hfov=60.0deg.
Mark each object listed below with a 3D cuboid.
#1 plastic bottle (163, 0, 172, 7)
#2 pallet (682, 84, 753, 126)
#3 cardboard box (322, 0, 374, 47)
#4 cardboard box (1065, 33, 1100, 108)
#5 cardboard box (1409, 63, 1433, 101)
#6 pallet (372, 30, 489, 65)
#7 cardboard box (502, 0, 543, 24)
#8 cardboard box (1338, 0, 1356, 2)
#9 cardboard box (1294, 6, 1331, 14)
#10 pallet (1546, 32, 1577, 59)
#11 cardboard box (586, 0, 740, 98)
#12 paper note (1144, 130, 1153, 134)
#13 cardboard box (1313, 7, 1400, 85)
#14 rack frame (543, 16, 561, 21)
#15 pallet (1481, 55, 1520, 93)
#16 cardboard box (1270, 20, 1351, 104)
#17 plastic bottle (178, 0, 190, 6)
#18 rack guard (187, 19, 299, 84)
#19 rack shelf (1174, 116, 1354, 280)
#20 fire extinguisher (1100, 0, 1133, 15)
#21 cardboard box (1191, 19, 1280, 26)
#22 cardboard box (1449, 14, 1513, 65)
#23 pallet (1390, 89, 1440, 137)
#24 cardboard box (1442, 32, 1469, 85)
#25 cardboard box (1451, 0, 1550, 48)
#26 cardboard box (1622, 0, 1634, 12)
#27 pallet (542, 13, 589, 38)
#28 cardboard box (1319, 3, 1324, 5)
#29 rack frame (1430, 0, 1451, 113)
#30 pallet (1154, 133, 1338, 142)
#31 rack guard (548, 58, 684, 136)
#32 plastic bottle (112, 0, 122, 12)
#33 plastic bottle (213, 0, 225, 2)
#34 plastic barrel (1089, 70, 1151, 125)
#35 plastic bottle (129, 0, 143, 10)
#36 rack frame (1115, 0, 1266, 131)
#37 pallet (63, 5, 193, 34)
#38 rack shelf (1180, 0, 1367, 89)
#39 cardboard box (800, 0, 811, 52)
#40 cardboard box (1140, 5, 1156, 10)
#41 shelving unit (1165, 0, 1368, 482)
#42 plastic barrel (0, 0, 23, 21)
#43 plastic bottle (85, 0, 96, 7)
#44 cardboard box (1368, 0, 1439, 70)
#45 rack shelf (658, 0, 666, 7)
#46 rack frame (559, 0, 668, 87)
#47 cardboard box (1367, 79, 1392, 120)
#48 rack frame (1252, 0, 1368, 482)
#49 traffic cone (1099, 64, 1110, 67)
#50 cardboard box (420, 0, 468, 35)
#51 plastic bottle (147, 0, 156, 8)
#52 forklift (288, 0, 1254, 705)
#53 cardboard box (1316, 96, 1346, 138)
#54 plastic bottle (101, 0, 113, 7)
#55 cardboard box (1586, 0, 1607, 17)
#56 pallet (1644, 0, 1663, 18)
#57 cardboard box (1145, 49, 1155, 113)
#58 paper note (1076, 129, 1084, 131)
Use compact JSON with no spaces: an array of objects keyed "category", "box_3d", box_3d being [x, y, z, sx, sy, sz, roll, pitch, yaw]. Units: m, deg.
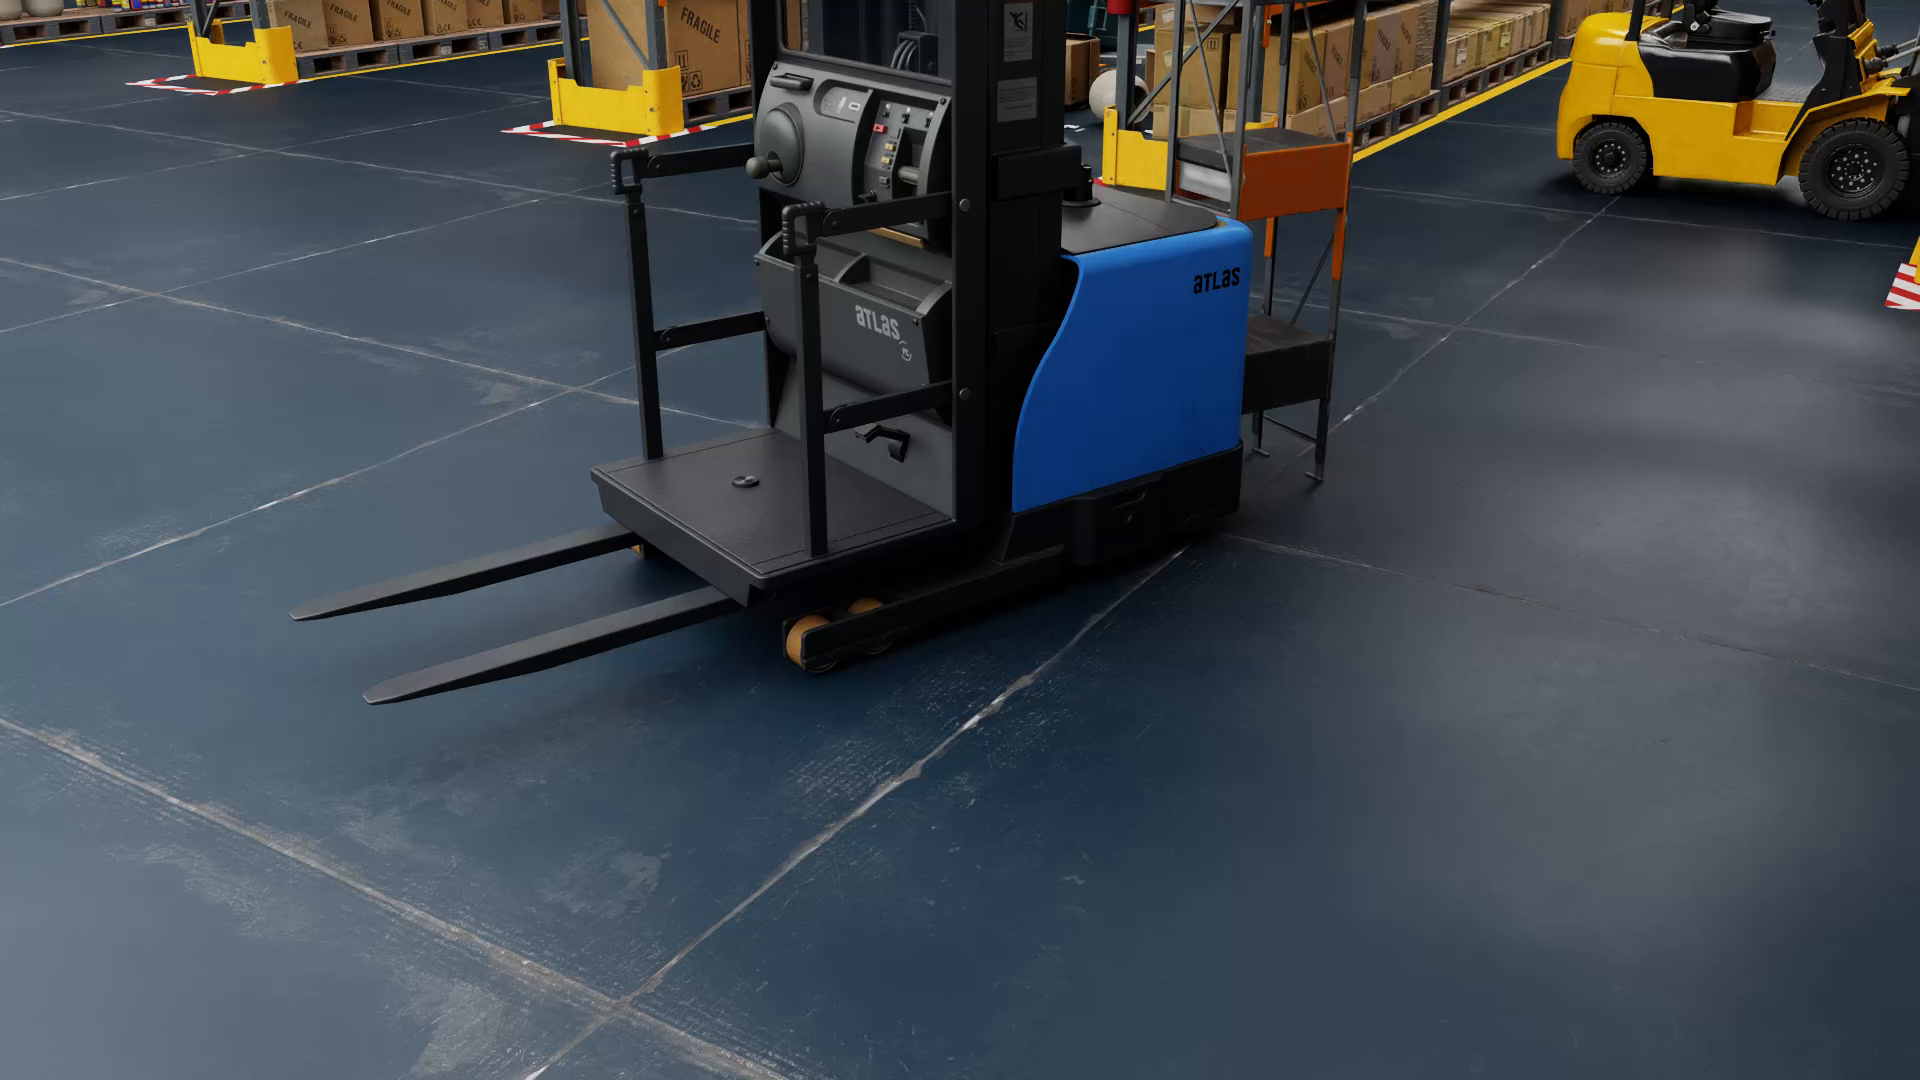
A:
[{"category":"plastic bottle","box_3d":[-9.568,-6.564,20.017,0.097,0.271,0.097,0,23,0]},{"category":"pallet","box_3d":[-2.406,-3.744,14.134,1.003,0.211,1.213,14,27,29]},{"category":"cardboard box","box_3d":[-6.292,-5.273,16.773,0.500,0.500,0.500,-20,31,-39]},{"category":"cardboard box","box_3d":[0.760,-4.092,14.398,0.797,0.637,0.503,14,27,29]},{"category":"cardboard box","box_3d":[3.524,-3.760,13.592,0.500,0.250,0.500,15,28,31]},{"category":"pallet","box_3d":[-5.778,-5.234,17.575,1.003,0.211,1.213,14,27,29]},{"category":"cardboard box","box_3d":[-5.056,-6.080,18.638,0.500,0.500,0.500,13,27,27]},{"category":"cardboard box","box_3d":[3.067,-4.217,13.704,0.500,0.500,0.500,15,28,31]},{"category":"cardboard box","box_3d":[2.520,-3.859,12.878,0.500,0.500,0.500,15,28,32]},{"category":"pallet","box_3d":[6.198,-5.405,17.971,1.003,0.211,1.213,14,27,29]},{"category":"cardboard box","box_3d":[-2.459,-4.198,13.818,0.875,0.875,0.875,14,27,29]},{"category":"paper note","box_3d":[1.542,-3.255,13.230,0.142,0.019,0.148,5,24,11]},{"category":"cardboard box","box_3d":[2.989,-3.759,12.647,0.500,0.500,0.500,15,28,32]},{"category":"rack frame","box_3d":[-4.811,-7.161,18.517,1.000,3.000,0.127,14,27,29]},{"category":"pallet","box_3d":[4.660,-4.482,15.836,1.003,0.211,1.213,14,27,29]},{"category":"cardboard box","box_3d":[2.442,-3.410,11.839,0.500,0.500,0.500,13,26,27]},{"category":"plastic bottle","box_3d":[-9.475,-6.646,20.201,0.152,0.276,0.135,14,27,30]},{"category":"rack guard","box_3d":[-6.881,-4.690,15.954,1.175,0.500,0.348,14,27,29]},{"category":"rack shelf","box_3d":[1.049,-1.190,5.890,0.480,0.518,0.431,-13,27,-27]},{"category":"fire extinguisher","box_3d":[1.046,-3.757,10.751,0.296,0.674,0.183,14,27,29]},{"category":"cardboard box","box_3d":[1.971,-3.512,12.075,0.500,0.500,0.500,15,28,31]},{"category":"cardboard box","box_3d":[4.624,-4.727,15.674,0.950,0.372,0.625,15,28,31]},{"category":"pallet","box_3d":[3.283,-3.571,13.733,1.003,0.211,1.213,14,27,29]},{"category":"cardboard box","box_3d":[3.882,-4.249,14.569,0.950,0.372,0.625,14,27,30]},{"category":"cardboard box","box_3d":[5.411,-5.233,16.841,0.950,0.372,0.625,12,26,25]},{"category":"cardboard box","box_3d":[7.569,-6.776,19.774,0.875,0.875,0.875,15,27,31]},{"category":"pallet","box_3d":[-4.402,-6.145,19.679,1.003,0.211,1.213,14,27,29]},{"category":"cardboard box","box_3d":[2.681,-4.311,13.106,0.380,0.149,0.250,15,28,31]},{"category":"rack frame","box_3d":[3.608,-5.085,13.720,1.000,3.000,0.127,14,27,29]},{"category":"pallet","box_3d":[1.996,-2.747,11.831,1.003,0.211,1.213,14,27,29]},{"category":"rack guard","box_3d":[-2.774,-3.583,13.397,1.175,0.500,0.348,14,27,29]},{"category":"plastic bottle","box_3d":[-9.908,-6.346,19.513,0.097,0.271,0.097,0,23,0]},{"category":"plastic bottle","box_3d":[-9.215,-6.843,20.562,0.144,0.351,0.185,12,26,26]},{"category":"plastic barrel","box_3d":[1.301,-3.567,13.456,0.421,0.421,0.512,-7,24,-17]},{"category":"plastic bottle","box_3d":[-9.773,-6.424,19.679,0.061,0.283,0.133,14,27,30]},{"category":"rack frame","box_3d":[1.498,-3.735,10.601,1.000,3.000,0.127,14,27,29]},{"category":"pallet","box_3d":[-10.052,-6.288,20.010,1.003,0.211,1.213,14,27,29]},{"category":"rack shelf","box_3d":[1.049,-1.832,5.612,0.480,0.518,0.431,-13,27,-27]},{"category":"cardboard box","box_3d":[-1.514,-4.803,15.215,0.875,0.875,0.875,14,27,29]},{"category":"cardboard box","box_3d":[2.049,-6.669,19.997,0.500,0.500,0.500,13,26,27]},{"category":"shelving unit","box_3d":[1.049,-1.202,5.885,0.503,2.100,0.431,-13,27,-27]},{"category":"plastic barrel","box_3d":[-10.847,-6.139,18.757,0.421,0.512,0.421,0,23,0]},{"category":"plastic bottle","box_3d":[-10.487,-6.560,19.992,0.061,0.283,0.133,15,27,30]},{"category":"cardboard box","box_3d":[3.524,-4.104,13.443,0.500,0.500,0.500,13,27,28]},{"category":"rack shelf","box_3d":[-1.706,-5.083,14.621,1.077,0.370,4.000,14,27,29]},{"category":"rack frame","box_3d":[-2.761,-4.738,12.919,1.000,3.000,0.127,14,27,29]},{"category":"cardboard box","box_3d":[2.980,-3.407,12.777,0.500,0.250,0.500,14,27,30]},{"category":"rack frame","box_3d":[1.260,-1.251,5.996,0.015,2.100,0.400,-13,27,-27]},{"category":"traffic cone","box_3d":[1.339,-5.060,16.856,0.336,0.463,0.334,14,27,29]},{"category":"cardboard box","box_3d":[-5.613,-5.660,17.665,0.500,0.500,0.500,11,26,24]},{"category":"plastic bottle","box_3d":[-9.675,-6.495,19.859,0.097,0.271,0.097,0,23,0]},{"category":"forklift","box_3d":[-0.499,-1.194,4.819,3.031,2.935,1.130,-17,29,-34]},{"category":"cardboard box","box_3d":[2.434,-3.051,11.953,0.500,0.250,0.500,15,28,31]},{"category":"plastic bottle","box_3d":[-10.286,-6.574,20.025,0.061,0.283,0.133,14,27,29]},{"category":"cardboard box","box_3d":[6.627,-6.168,18.369,0.875,0.875,0.875,14,27,30]},{"category":"pallet","box_3d":[8.295,-6.745,21.066,1.003,0.211,1.213,14,27,29]},{"category":"cardboard box","box_3d":[1.887,-3.862,14.039,0.500,0.500,0.500,-7,24,-17]},{"category":"paper note","box_3d":[0.967,-3.289,13.334,0.032,0.001,0.123,14,27,29]}]
